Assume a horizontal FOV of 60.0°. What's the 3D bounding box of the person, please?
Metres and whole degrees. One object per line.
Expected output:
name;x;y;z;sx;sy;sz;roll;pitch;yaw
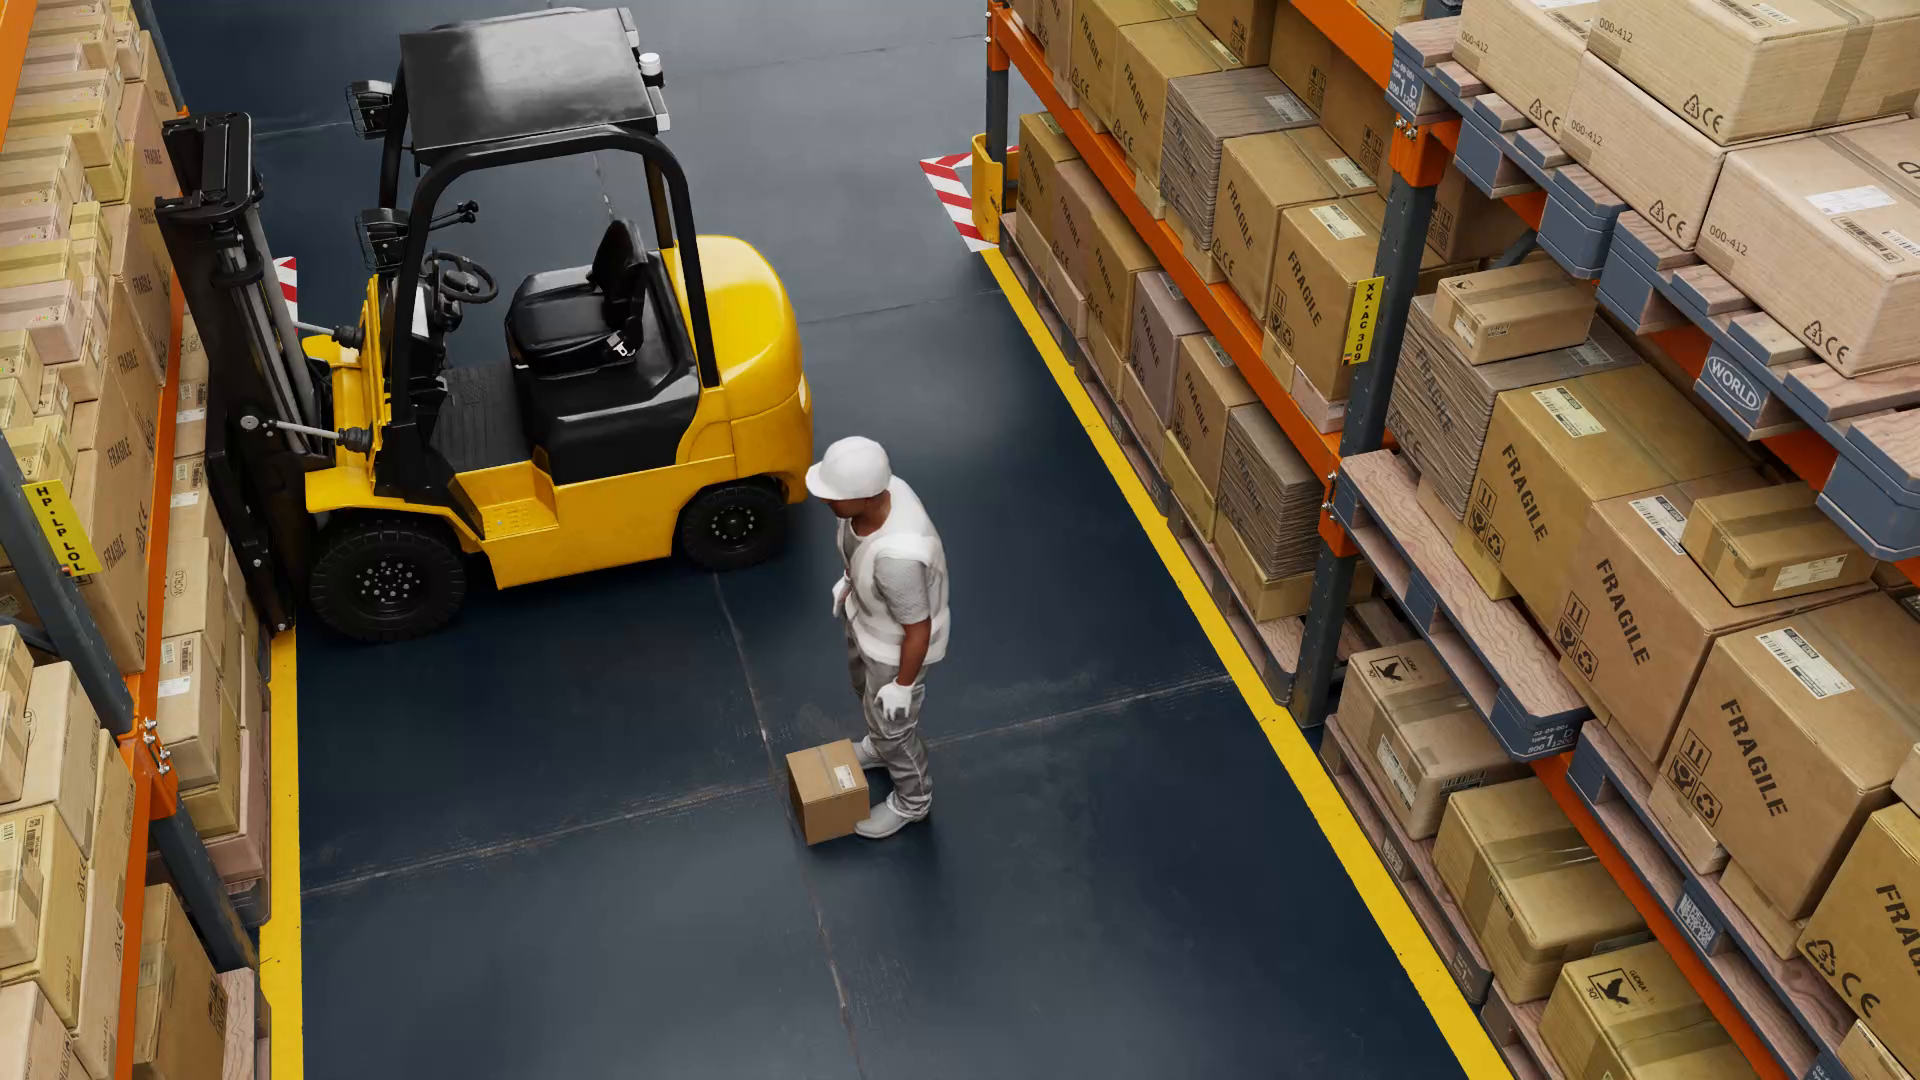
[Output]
person;-0.277;0.329;5.784;0.449;1.775;0.633;-13;44;-14
